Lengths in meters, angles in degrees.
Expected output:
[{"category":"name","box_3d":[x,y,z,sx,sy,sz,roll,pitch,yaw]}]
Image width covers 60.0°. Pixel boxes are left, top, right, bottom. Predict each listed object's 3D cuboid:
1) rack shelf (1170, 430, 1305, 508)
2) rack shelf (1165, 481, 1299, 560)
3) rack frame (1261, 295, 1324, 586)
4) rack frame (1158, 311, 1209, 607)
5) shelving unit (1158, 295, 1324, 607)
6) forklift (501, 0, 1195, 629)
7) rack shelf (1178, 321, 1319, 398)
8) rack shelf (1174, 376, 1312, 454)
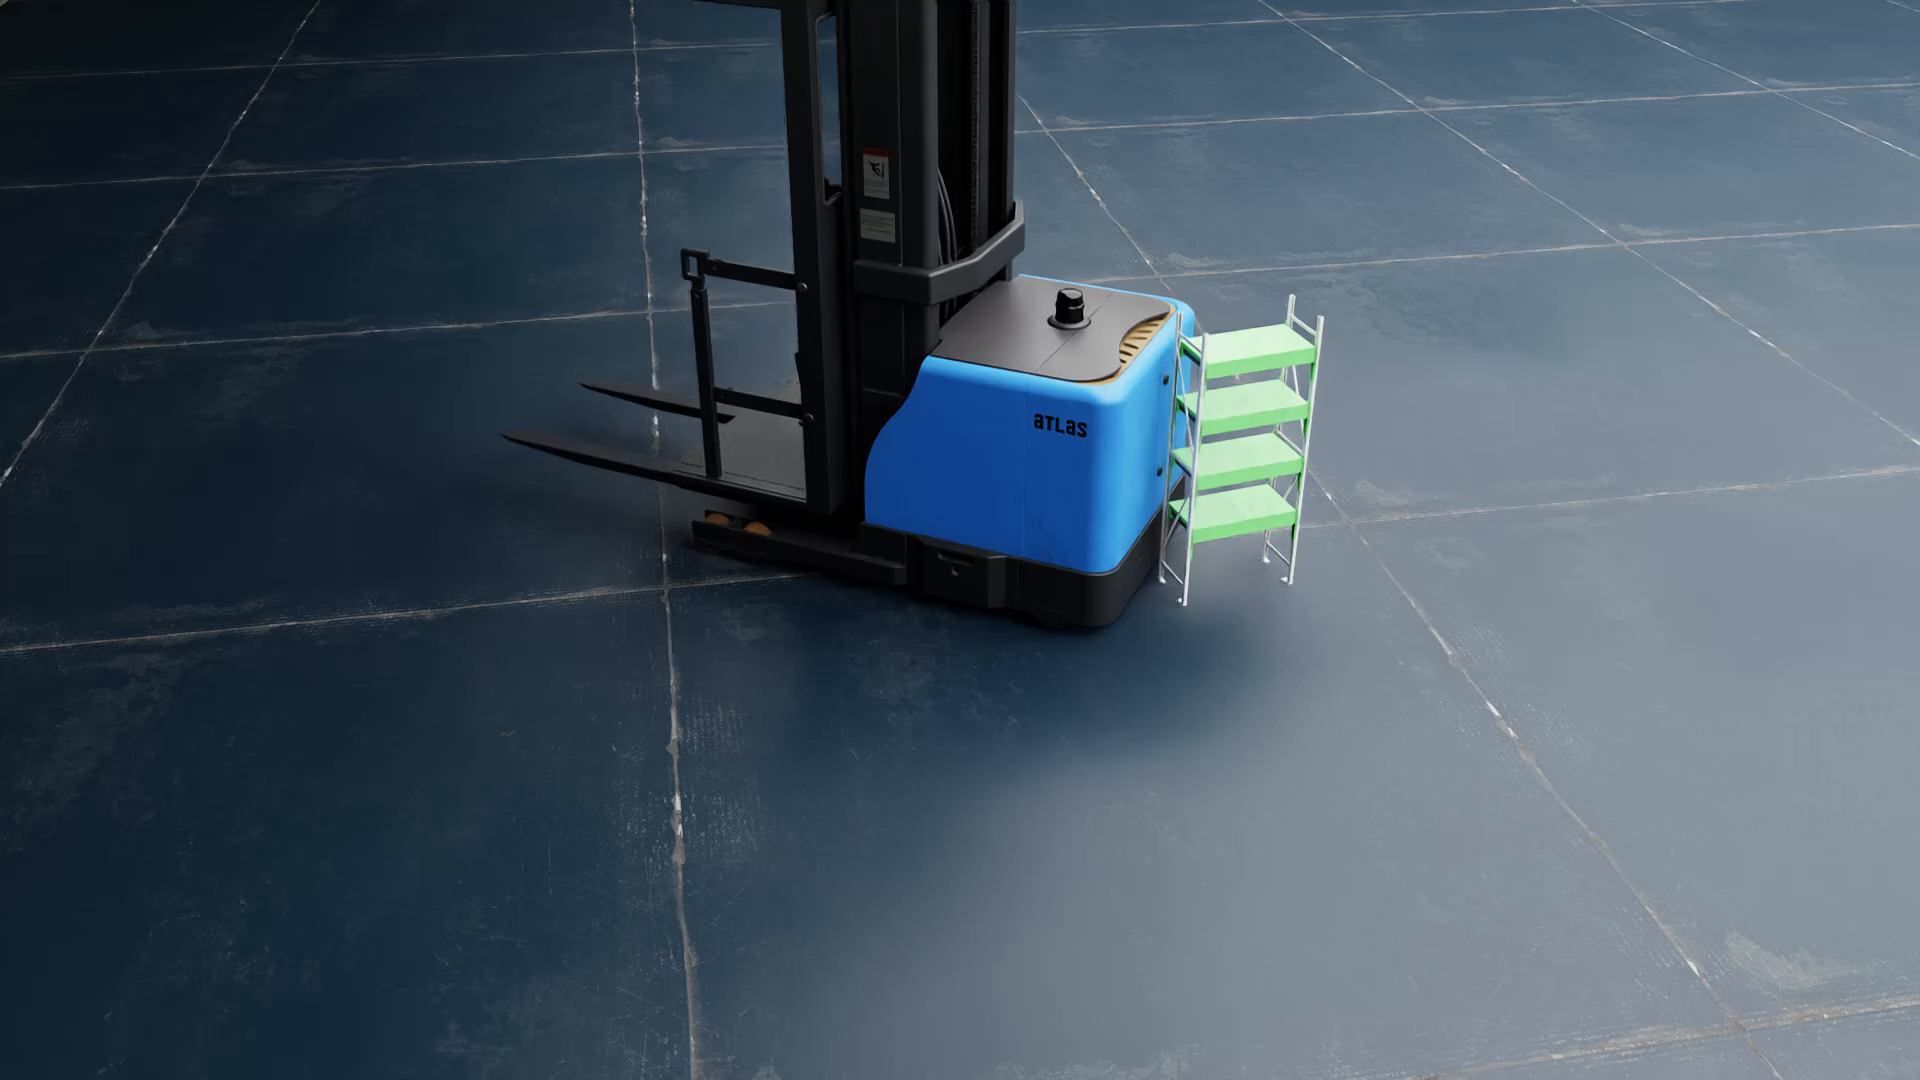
[{"category":"rack shelf","box_3d":[1.107,-0.289,6.684,0.480,0.148,0.258,-10,32,-17]},{"category":"rack shelf","box_3d":[1.107,-0.082,6.805,0.480,0.148,0.258,-10,32,-17]},{"category":"rack frame","box_3d":[1.337,-0.386,6.722,0.015,1.200,0.240,-10,32,-17]},{"category":"rack frame","box_3d":[0.878,-0.302,6.581,0.015,1.200,0.240,-10,32,-17]},{"category":"shelving unit","box_3d":[1.107,-0.344,6.651,0.503,1.200,0.258,-10,32,-17]},{"category":"forklift","box_3d":[-0.591,-1.397,6.735,3.031,2.935,1.130,13,33,21]},{"category":"rack shelf","box_3d":[1.107,-0.703,6.440,0.480,0.148,0.258,-10,32,-17]},{"category":"rack shelf","box_3d":[1.107,-0.496,6.562,0.480,0.148,0.258,-10,32,-17]}]
